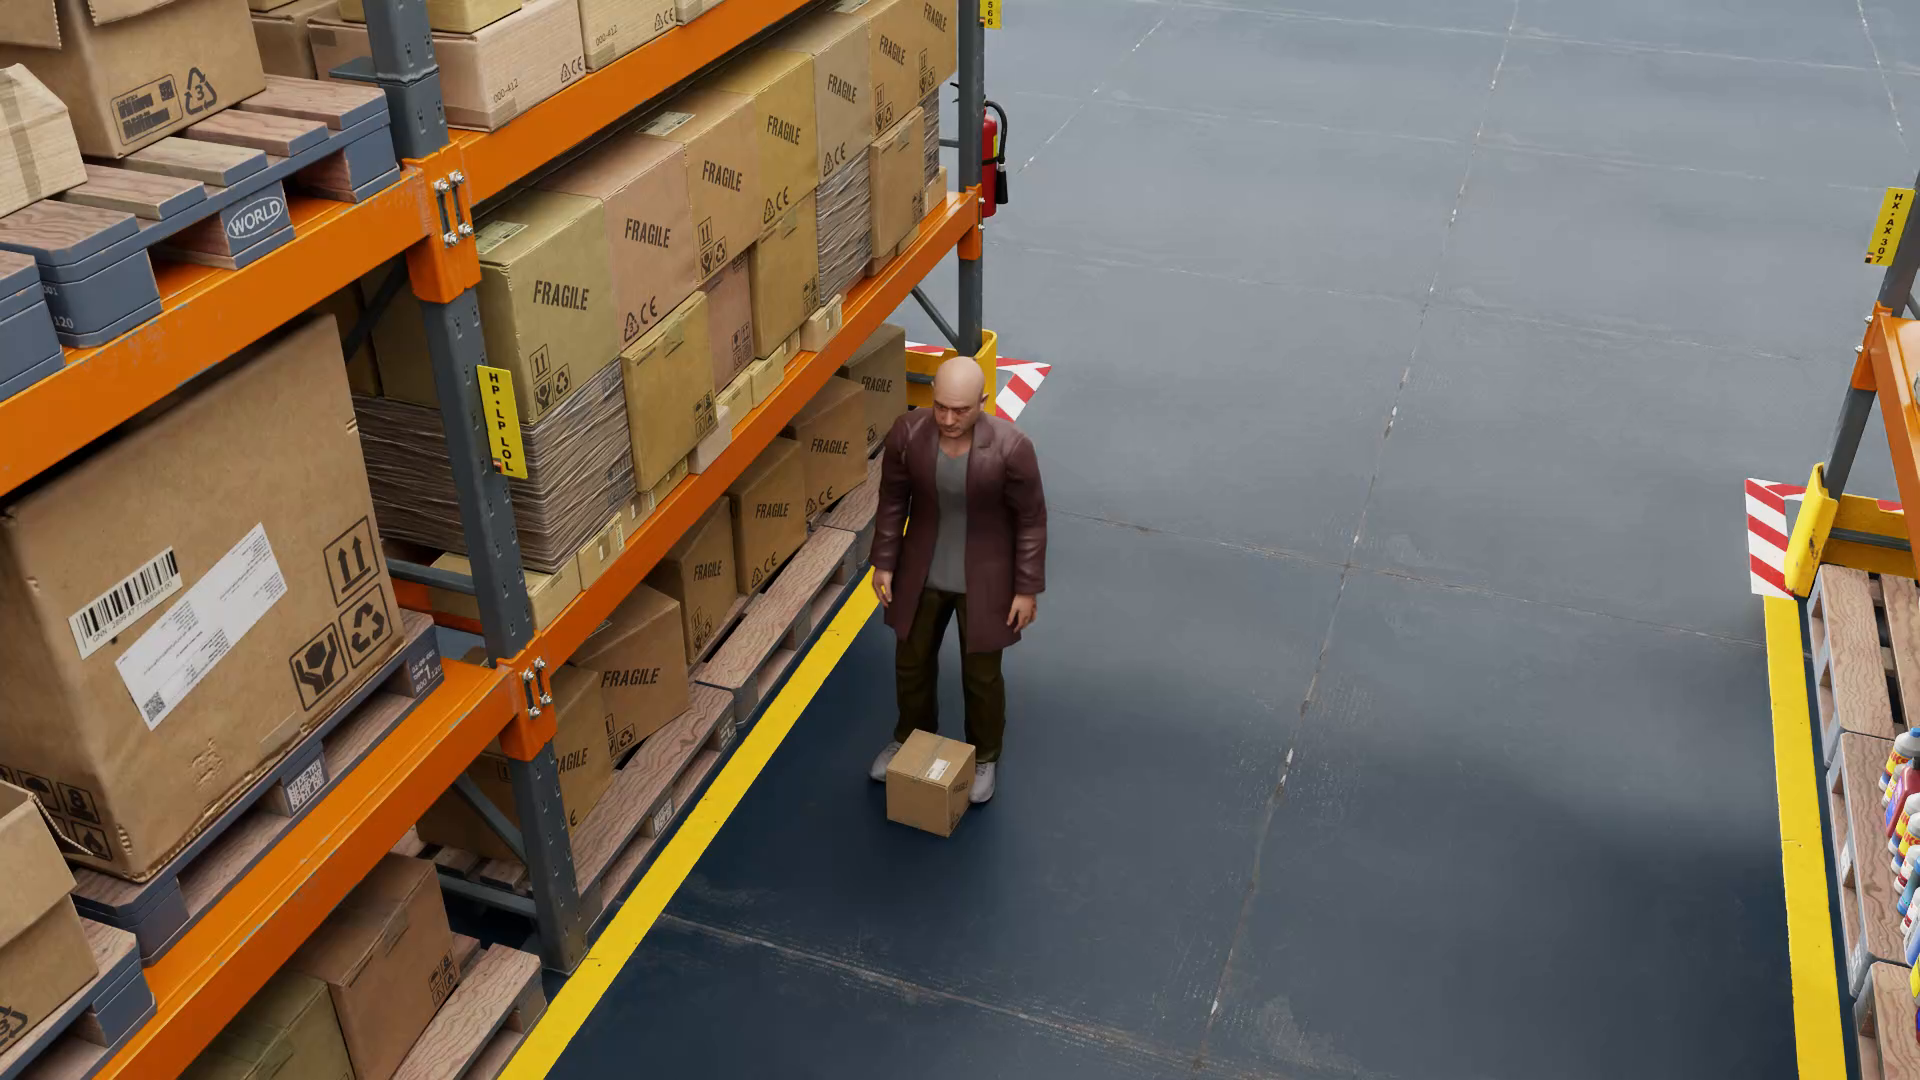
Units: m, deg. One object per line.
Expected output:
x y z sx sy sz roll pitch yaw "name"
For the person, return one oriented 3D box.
-0.009 0.134 5.945 0.655 1.775 0.419 10 34 15 "person"
